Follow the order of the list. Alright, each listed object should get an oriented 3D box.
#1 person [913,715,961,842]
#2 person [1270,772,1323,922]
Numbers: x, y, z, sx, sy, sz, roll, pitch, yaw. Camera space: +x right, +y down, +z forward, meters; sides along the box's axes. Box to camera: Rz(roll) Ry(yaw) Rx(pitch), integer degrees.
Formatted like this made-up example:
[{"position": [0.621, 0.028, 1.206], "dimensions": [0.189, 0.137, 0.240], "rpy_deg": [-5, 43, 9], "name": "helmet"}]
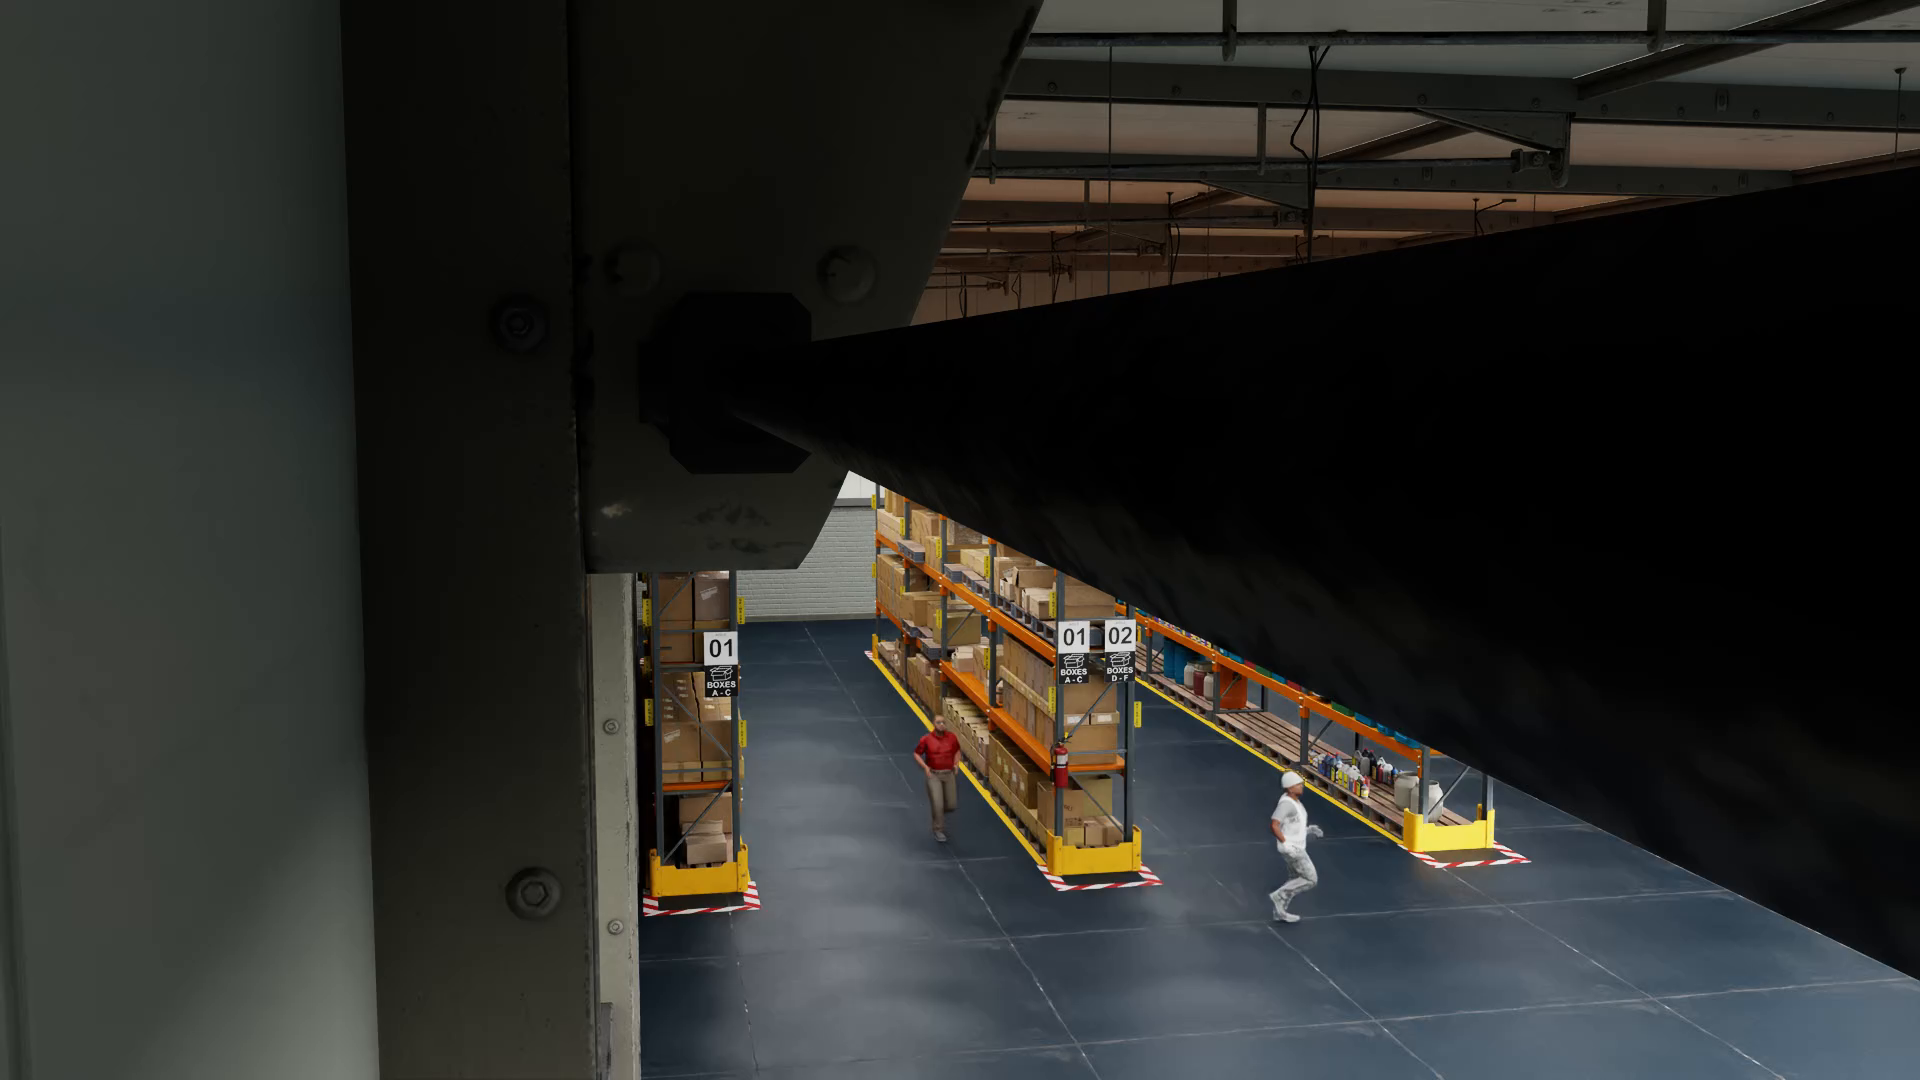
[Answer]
[{"position": [-0.289, 3.160, 22.477], "dimensions": [0.664, 1.612, 0.645], "rpy_deg": [-2, 6, -18], "name": "person"}, {"position": [3.850, 3.512, 18.997], "dimensions": [0.587, 1.737, 0.683], "rpy_deg": [1, 6, 13], "name": "person"}]
